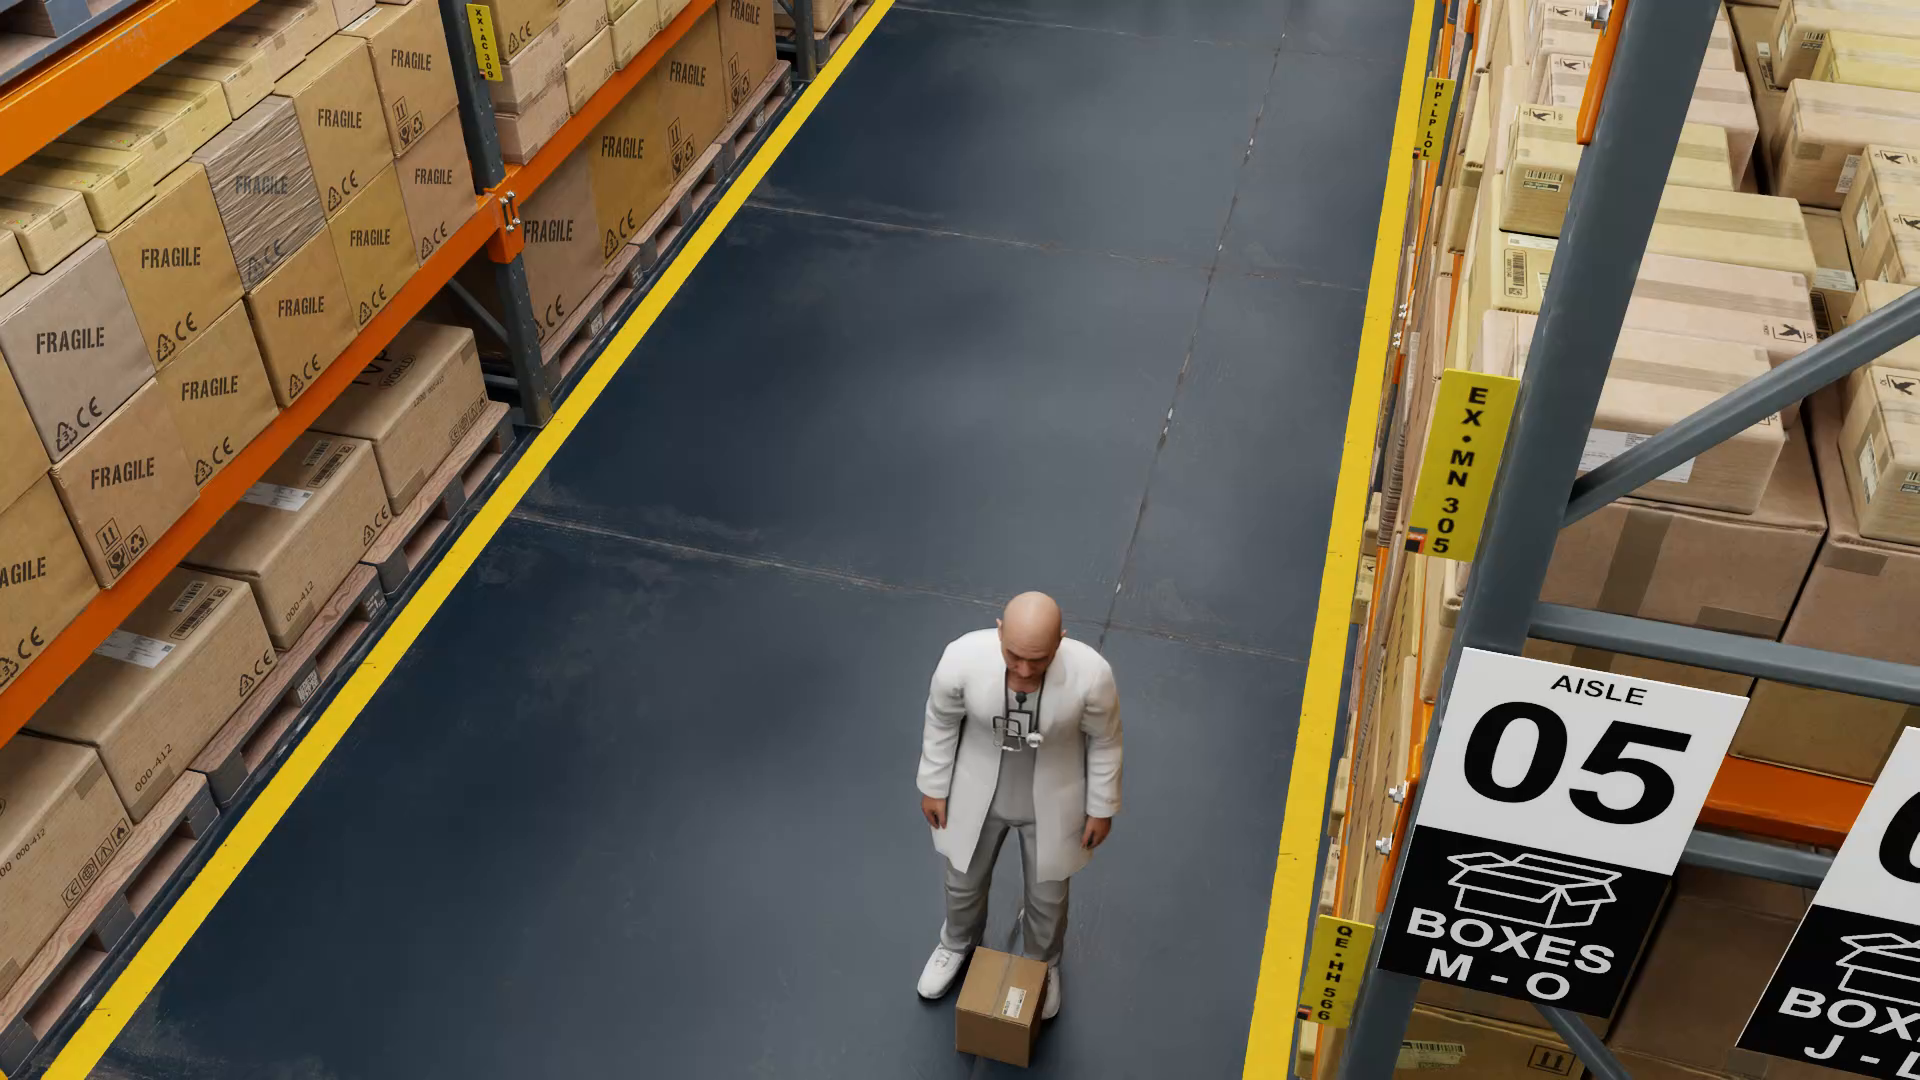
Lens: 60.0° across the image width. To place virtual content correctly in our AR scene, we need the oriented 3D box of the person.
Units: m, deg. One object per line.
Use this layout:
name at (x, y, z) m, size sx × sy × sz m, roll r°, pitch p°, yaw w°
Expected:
person at (0.183, 0.812, 5.219) m, size 0.647 × 1.772 × 0.433 m, roll 6°, pitch 41°, yaw 8°
